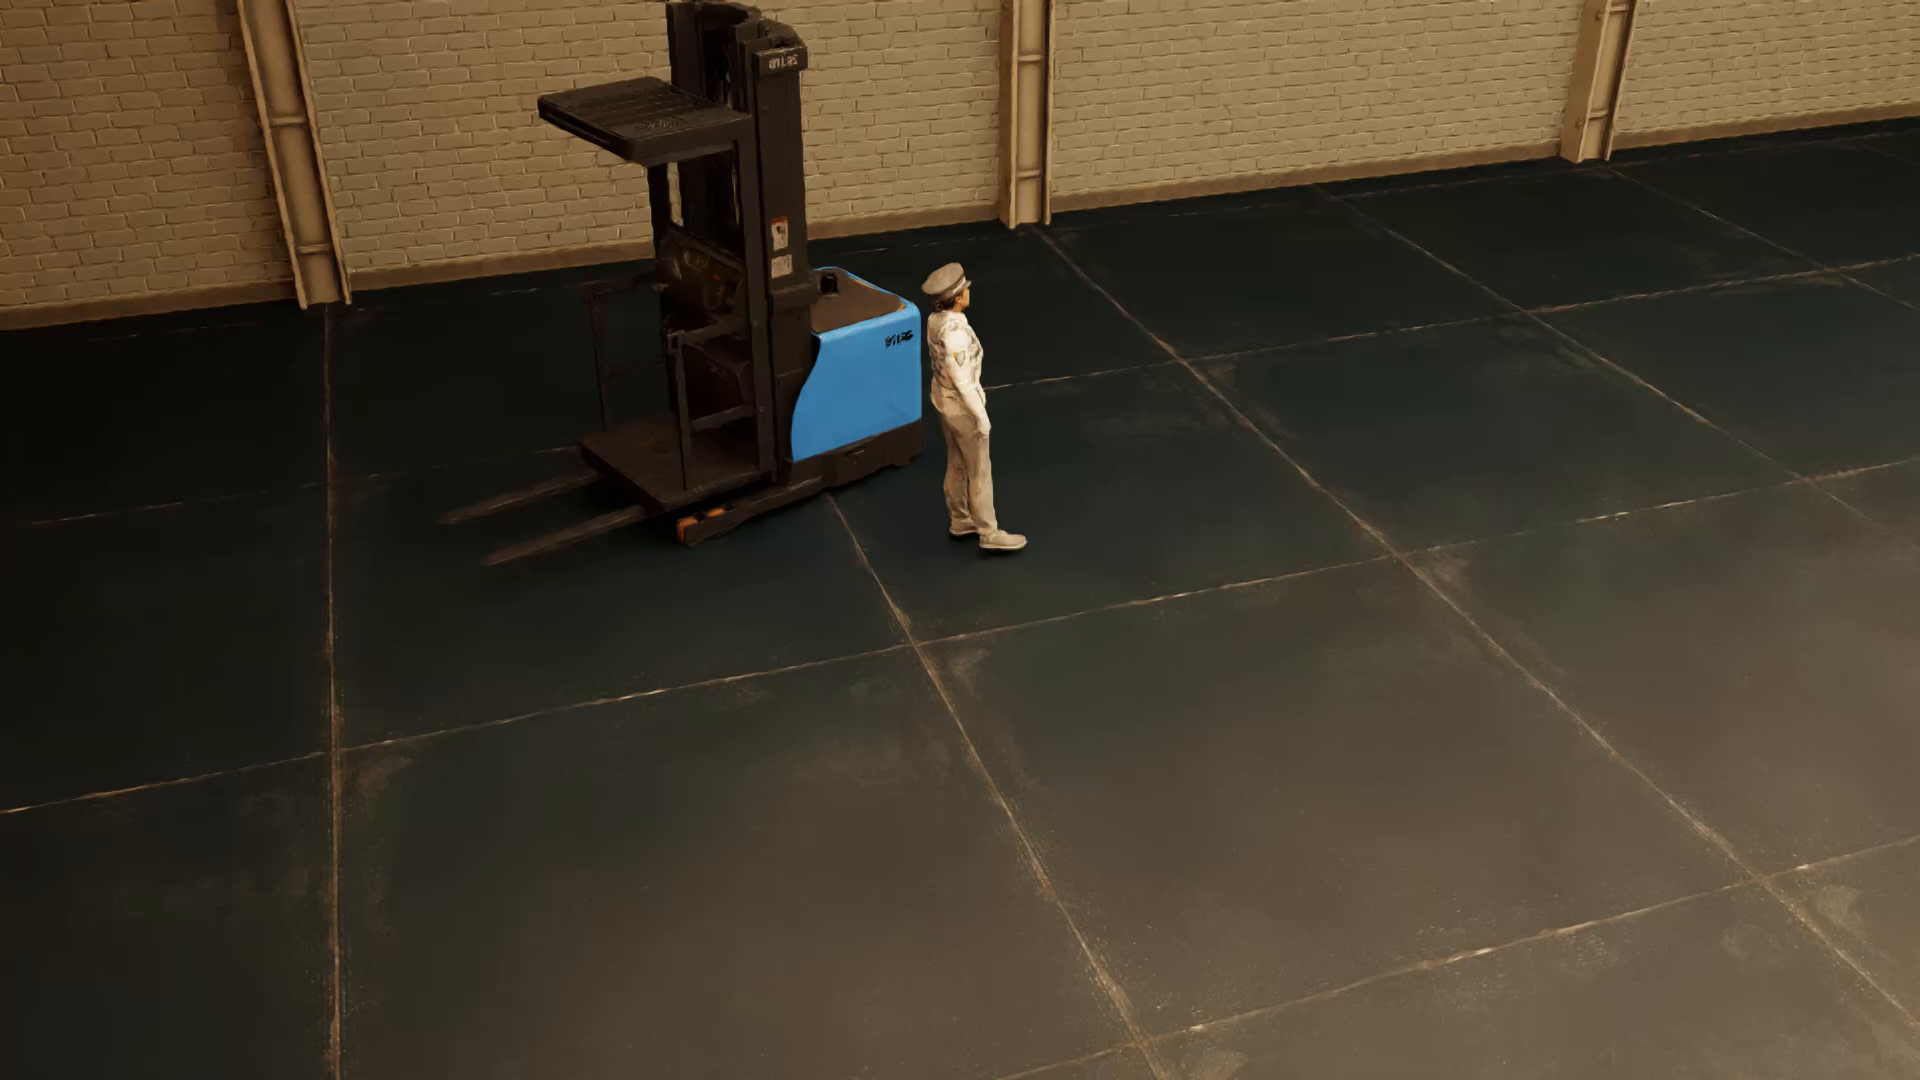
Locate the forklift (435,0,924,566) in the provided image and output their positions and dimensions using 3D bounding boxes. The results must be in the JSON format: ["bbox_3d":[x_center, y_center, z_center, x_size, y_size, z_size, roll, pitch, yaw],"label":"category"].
[{"bbox_3d":[-1.701,-1.535,9.754,3.031,2.935,1.130,-22,36,-33],"label":"forklift"}]

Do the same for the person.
[{"bbox_3d":[0.066,-0.783,9.592,0.534,1.695,0.586,-10,31,-16],"label":"person"}]
